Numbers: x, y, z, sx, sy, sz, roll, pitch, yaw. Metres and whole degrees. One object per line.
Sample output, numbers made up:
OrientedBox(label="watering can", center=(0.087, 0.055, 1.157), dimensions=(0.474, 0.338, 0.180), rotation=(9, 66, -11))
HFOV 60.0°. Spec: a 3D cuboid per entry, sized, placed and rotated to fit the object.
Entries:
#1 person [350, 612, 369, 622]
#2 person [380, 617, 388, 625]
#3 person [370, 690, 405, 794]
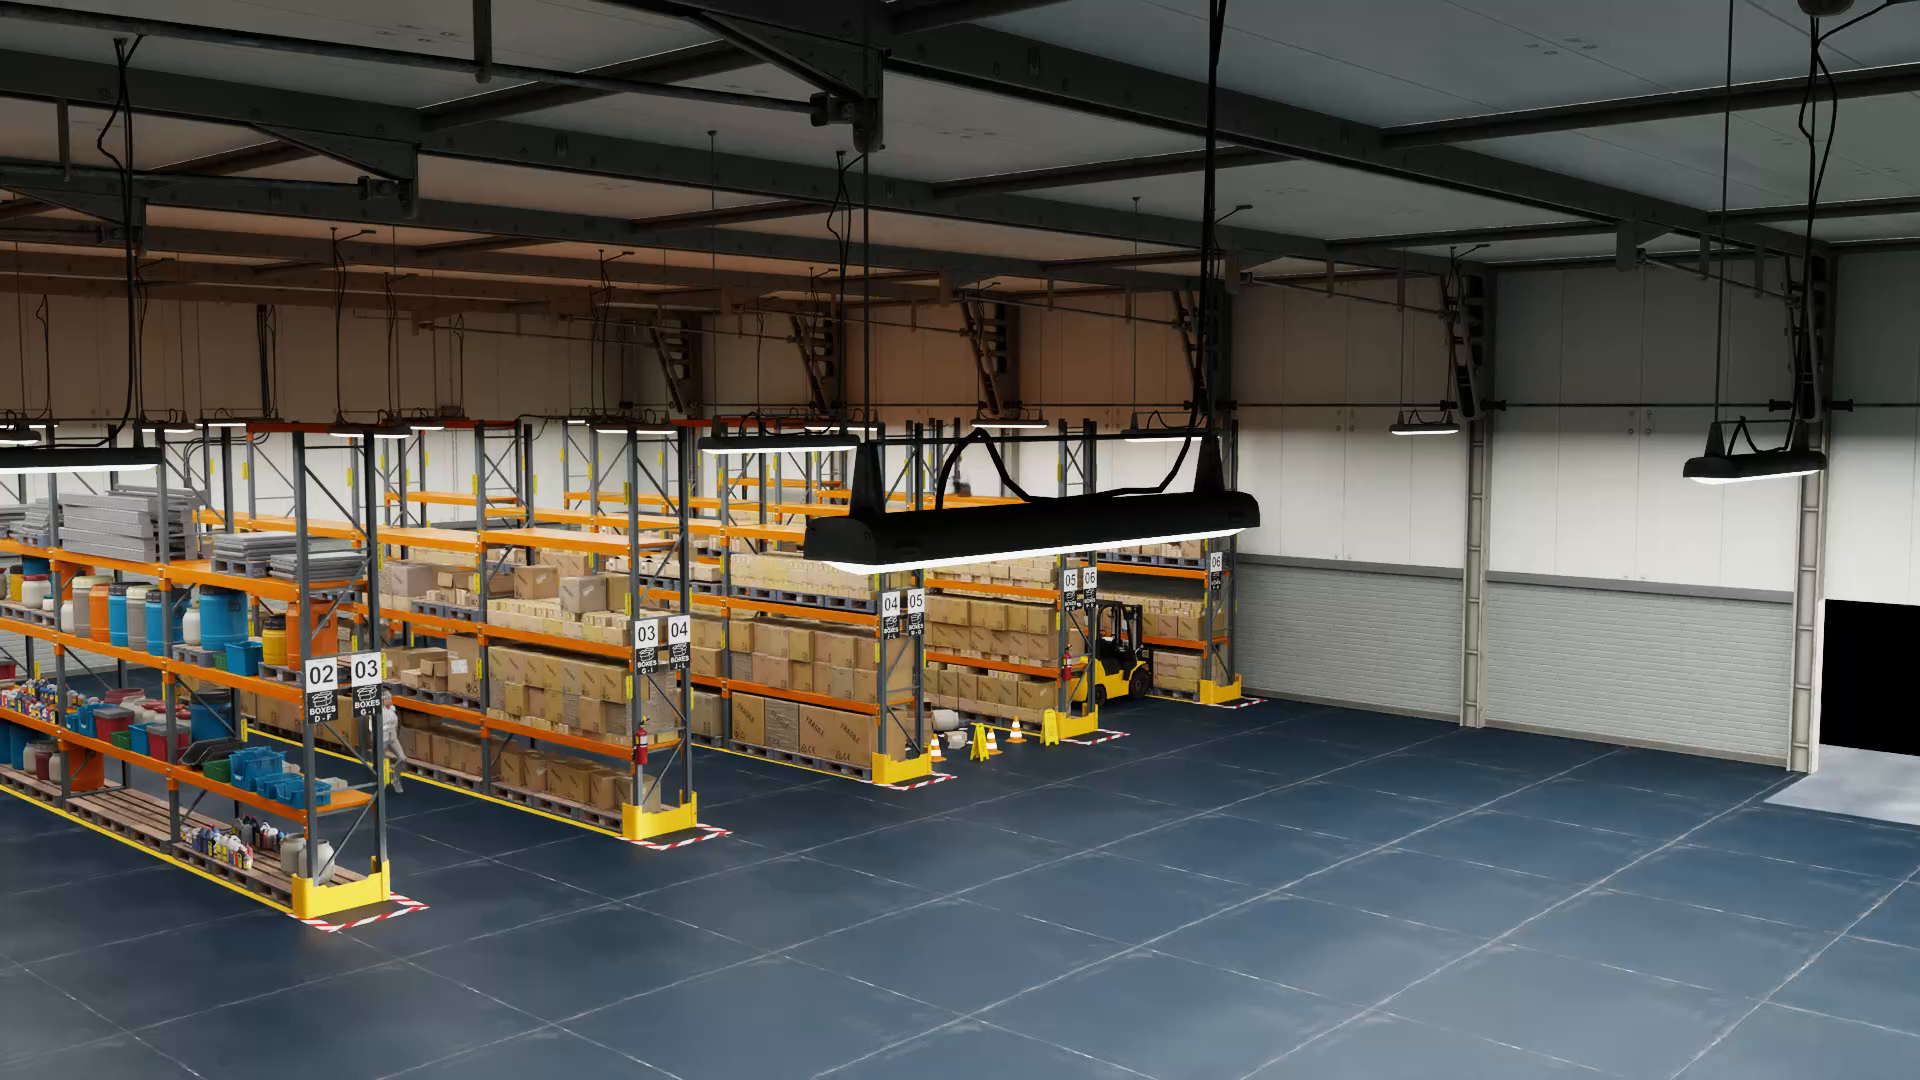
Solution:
OrientedBox(label="person", center=(-14.186, 2.251, 39.286), dimensions=(0.723, 1.720, 1.019), rotation=(3, 6, 34))
OrientedBox(label="person", center=(-13.923, 2.277, 39.758), dimensions=(0.558, 1.723, 0.909), rotation=(2, 5, 21))
OrientedBox(label="person", center=(-9.376, 3.290, 27.092), dimensions=(0.767, 1.717, 0.592), rotation=(4, 6, 41))
